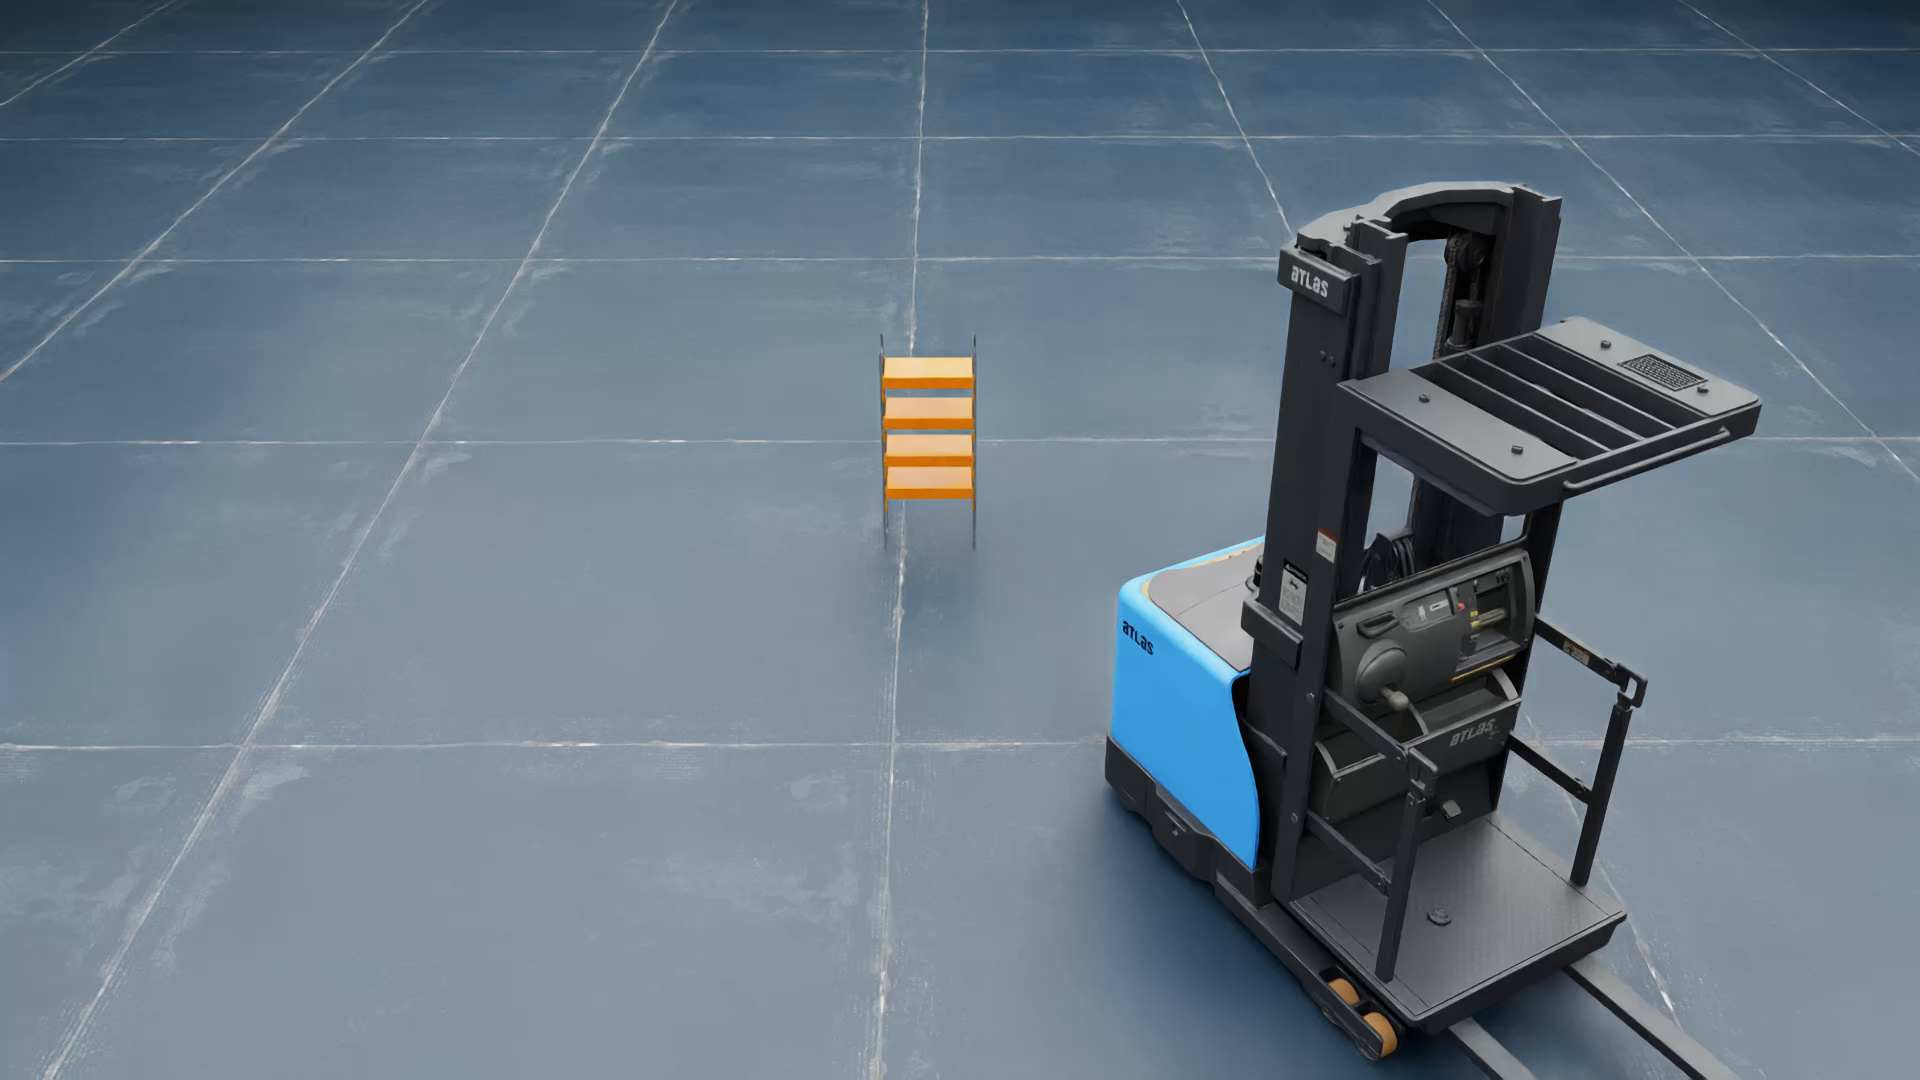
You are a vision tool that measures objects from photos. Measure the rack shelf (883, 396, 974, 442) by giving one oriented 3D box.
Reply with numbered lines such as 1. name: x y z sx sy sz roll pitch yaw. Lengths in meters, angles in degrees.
1. rack shelf: -0.166 -0.646 8.857 0.480 0.148 0.258 0 31 0

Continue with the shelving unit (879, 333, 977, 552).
1. shelving unit: -0.166 -0.512 8.938 0.503 1.200 0.258 0 31 0

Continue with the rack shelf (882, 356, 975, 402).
1. rack shelf: -0.166 -0.848 8.734 0.480 0.148 0.258 0 31 0

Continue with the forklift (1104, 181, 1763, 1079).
1. forklift: 1.814 0.378 5.801 1.130 2.935 3.031 -17 35 -25

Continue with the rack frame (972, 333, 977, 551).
1. rack frame: 0.078 -0.513 8.939 0.015 1.200 0.240 0 31 0

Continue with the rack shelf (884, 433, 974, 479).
1. rack shelf: -0.166 -0.455 8.973 0.480 0.148 0.258 0 31 0

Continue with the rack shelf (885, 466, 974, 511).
1. rack shelf: -0.166 -0.285 9.076 0.480 0.148 0.258 0 31 0

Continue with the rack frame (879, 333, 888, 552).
1. rack frame: -0.410 -0.512 8.937 0.015 1.200 0.240 0 31 0
